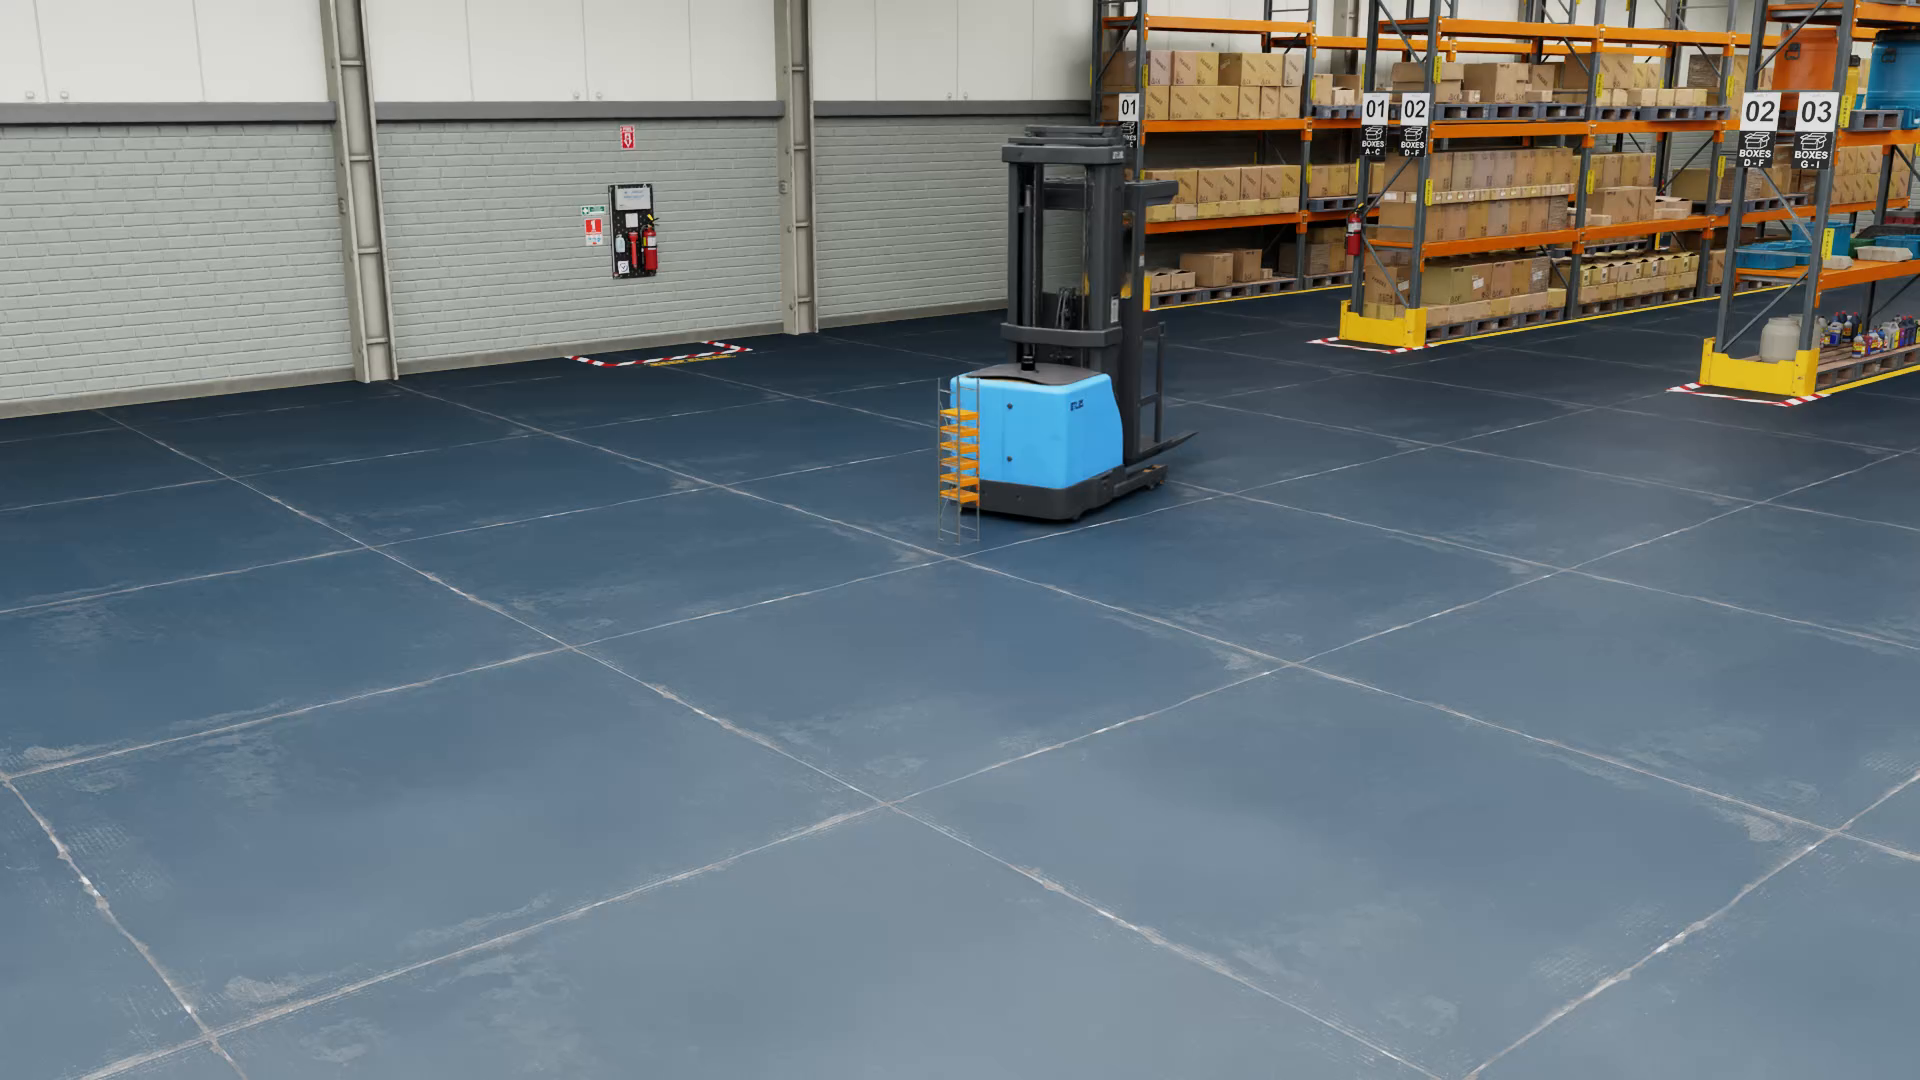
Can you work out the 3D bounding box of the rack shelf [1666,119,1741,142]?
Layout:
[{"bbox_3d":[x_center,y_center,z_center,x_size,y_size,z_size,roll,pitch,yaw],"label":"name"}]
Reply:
[{"bbox_3d":[13.161,-6.881,27.780,4.000,0.370,1.077,-13,19,-39],"label":"rack shelf"}]

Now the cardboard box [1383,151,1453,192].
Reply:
[{"bbox_3d":[6.018,-4.846,21.872,0.500,0.500,0.700,-13,19,-39],"label":"cardboard box"}]

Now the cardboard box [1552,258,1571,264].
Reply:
[{"bbox_3d":[9.140,-4.122,25.297,0.500,0.311,0.500,-12,19,-38],"label":"cardboard box"}]

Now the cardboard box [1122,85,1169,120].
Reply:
[{"bbox_3d":[2.779,-6.564,24.967,0.500,0.500,0.500,-12,19,-38],"label":"cardboard box"}]

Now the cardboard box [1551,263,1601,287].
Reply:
[{"bbox_3d":[9.110,-3.930,24.577,0.500,0.311,0.500,-13,19,-39],"label":"cardboard box"}]

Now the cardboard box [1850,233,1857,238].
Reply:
[{"bbox_3d":[16.084,-5.444,30.803,0.637,0.503,0.797,-13,19,-39],"label":"cardboard box"}]

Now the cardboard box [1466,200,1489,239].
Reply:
[{"bbox_3d":[6.749,-4.383,22.653,0.500,0.500,0.700,-12,19,-39],"label":"cardboard box"}]

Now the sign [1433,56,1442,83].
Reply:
[{"bbox_3d":[5.977,-5.886,20.813,0.005,0.325,0.100,-13,19,-39],"label":"sign"}]

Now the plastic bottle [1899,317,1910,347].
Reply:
[{"bbox_3d":[11.442,-2.533,20.201,0.185,0.351,0.144,-14,20,-42],"label":"plastic bottle"}]

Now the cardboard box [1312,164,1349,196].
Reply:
[{"bbox_3d":[6.213,-6.160,28.454,0.500,0.500,0.700,-10,18,-34],"label":"cardboard box"}]

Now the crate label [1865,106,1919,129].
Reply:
[{"bbox_3d":[10.495,-4.750,18.698,0.408,0.251,0.502,-13,19,-39],"label":"crate label"}]

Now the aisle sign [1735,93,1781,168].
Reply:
[{"bbox_3d":[8.617,-4.422,17.955,0.004,0.787,0.394,-13,19,-39],"label":"aisle sign"}]

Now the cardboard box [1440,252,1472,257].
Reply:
[{"bbox_3d":[9.038,-5.668,31.007,0.750,0.750,0.750,-13,20,-40],"label":"cardboard box"}]

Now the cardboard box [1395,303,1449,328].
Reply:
[{"bbox_3d":[6.168,-3.007,22.210,0.500,0.250,0.500,-13,19,-39],"label":"cardboard box"}]

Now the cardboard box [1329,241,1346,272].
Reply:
[{"bbox_3d":[6.281,-4.957,28.986,0.500,0.500,0.700,-13,20,-40],"label":"cardboard box"}]

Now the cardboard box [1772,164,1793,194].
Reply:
[{"bbox_3d":[14.166,-6.333,29.138,0.700,0.500,0.500,8,17,28],"label":"cardboard box"}]

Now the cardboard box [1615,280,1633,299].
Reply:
[{"bbox_3d":[9.877,-3.832,25.298,0.500,0.250,0.500,-13,20,-41],"label":"cardboard box"}]

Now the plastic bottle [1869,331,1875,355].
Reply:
[{"bbox_3d":[10.697,-2.319,19.555,0.097,0.271,0.097,0,15,0],"label":"plastic bottle"}]

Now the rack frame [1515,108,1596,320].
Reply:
[{"bbox_3d":[8.635,-4.763,24.269,0.127,3.000,1.000,-13,19,-39],"label":"rack frame"}]

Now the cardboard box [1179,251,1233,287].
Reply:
[{"bbox_3d":[3.960,-4.365,26.769,0.500,0.500,0.700,-14,21,-43],"label":"cardboard box"}]

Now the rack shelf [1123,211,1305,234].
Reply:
[{"bbox_3d":[3.871,-5.040,26.701,4.000,0.370,1.077,-13,19,-39],"label":"rack shelf"}]

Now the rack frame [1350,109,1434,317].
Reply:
[{"bbox_3d":[5.617,-4.085,21.732,0.127,3.000,1.000,-13,19,-39],"label":"rack frame"}]

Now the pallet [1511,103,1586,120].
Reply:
[{"bbox_3d":[8.008,-6.020,23.333,1.213,0.211,1.003,-13,19,-39],"label":"pallet"}]

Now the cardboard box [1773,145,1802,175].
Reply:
[{"bbox_3d":[14.881,-6.786,29.710,0.500,0.500,0.500,-13,19,-39],"label":"cardboard box"}]

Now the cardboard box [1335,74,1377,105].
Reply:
[{"bbox_3d":[6.775,-7.713,28.493,0.500,0.500,0.500,-14,20,-41],"label":"cardboard box"}]

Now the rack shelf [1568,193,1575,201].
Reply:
[{"bbox_3d":[12.924,-7.073,34.311,4.000,0.370,1.077,-13,19,-39],"label":"rack shelf"}]

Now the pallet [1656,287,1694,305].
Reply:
[{"bbox_3d":[11.006,-3.961,26.672,1.213,0.211,1.003,-13,19,-39],"label":"pallet"}]

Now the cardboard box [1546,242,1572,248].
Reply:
[{"bbox_3d":[12.047,-6.184,33.618,0.500,0.500,0.700,-12,19,-39],"label":"cardboard box"}]

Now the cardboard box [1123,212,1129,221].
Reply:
[{"bbox_3d":[2.588,-5.103,25.794,0.500,0.250,0.500,-12,19,-39],"label":"cardboard box"}]

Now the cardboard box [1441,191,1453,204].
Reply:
[{"bbox_3d":[6.252,-4.517,21.896,0.250,0.149,0.380,-13,20,-41],"label":"cardboard box"}]

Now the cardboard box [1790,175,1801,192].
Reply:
[{"bbox_3d":[14.878,-6.301,29.833,0.500,0.500,0.500,-12,19,-38],"label":"cardboard box"}]

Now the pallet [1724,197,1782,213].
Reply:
[{"bbox_3d":[13.116,-5.678,28.067,1.213,0.211,1.003,-13,19,-39],"label":"pallet"}]

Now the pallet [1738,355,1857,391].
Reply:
[{"bbox_3d":[9.509,-1.932,19.073,1.213,0.211,1.003,-13,19,-39],"label":"pallet"}]

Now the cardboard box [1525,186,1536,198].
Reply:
[{"bbox_3d":[7.801,-4.865,23.199,0.250,0.149,0.380,-13,20,-40],"label":"cardboard box"}]

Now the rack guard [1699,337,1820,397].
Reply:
[{"bbox_3d":[8.892,-1.935,18.524,0.348,0.500,1.175,-13,19,-39],"label":"rack guard"}]

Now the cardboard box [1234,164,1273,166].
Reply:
[{"bbox_3d":[4.888,-5.987,27.651,0.500,0.500,0.500,-13,20,-41],"label":"cardboard box"}]

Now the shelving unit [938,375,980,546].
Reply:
[{"bbox_3d":[-0.011,-0.577,12.086,0.189,1.200,0.258,-13,19,-39],"label":"shelving unit"}]

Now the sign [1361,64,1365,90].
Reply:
[{"bbox_3d":[5.271,-6.032,21.645,0.005,0.325,0.100,-13,19,-39],"label":"sign"}]

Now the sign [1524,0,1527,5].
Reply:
[{"bbox_3d":[11.069,-10.620,32.455,0.005,0.325,0.100,-13,19,-39],"label":"sign"}]

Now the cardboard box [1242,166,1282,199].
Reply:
[{"bbox_3d":[4.854,-5.800,26.951,0.500,0.500,0.500,-13,20,-40],"label":"cardboard box"}]

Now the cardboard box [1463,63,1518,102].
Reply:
[{"bbox_3d":[7.049,-6.081,22.114,0.500,0.500,0.500,-13,19,-39],"label":"cardboard box"}]

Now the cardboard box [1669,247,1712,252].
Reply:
[{"bbox_3d":[12.204,-4.650,27.835,0.500,0.500,0.500,-12,19,-37],"label":"cardboard box"}]

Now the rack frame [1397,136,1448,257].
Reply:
[{"bbox_3d":[8.398,-6.404,30.413,0.127,3.000,1.000,-13,19,-39],"label":"rack frame"}]

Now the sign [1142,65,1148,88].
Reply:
[{"bbox_3d":[2.719,-6.815,24.445,0.005,0.325,0.100,-13,19,-39],"label":"sign"}]

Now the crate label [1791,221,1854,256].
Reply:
[{"bbox_3d":[10.077,-3.502,19.479,0.616,0.435,0.502,-13,19,-39],"label":"crate label"}]

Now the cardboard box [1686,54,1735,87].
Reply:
[{"bbox_3d":[11.985,-7.494,26.548,0.500,0.500,0.500,-13,19,-39],"label":"cardboard box"}]

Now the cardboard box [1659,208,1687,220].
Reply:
[{"bbox_3d":[11.155,-5.113,26.066,0.250,0.149,0.380,-13,19,-39],"label":"cardboard box"}]

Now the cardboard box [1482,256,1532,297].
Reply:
[{"bbox_3d":[7.669,-3.711,23.391,0.500,0.500,0.500,-13,19,-39],"label":"cardboard box"}]

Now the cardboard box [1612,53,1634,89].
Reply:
[{"bbox_3d":[9.540,-6.903,24.490,0.500,0.500,0.500,-10,18,-34],"label":"cardboard box"}]

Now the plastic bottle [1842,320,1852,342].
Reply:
[{"bbox_3d":[10.972,-2.588,20.562,0.097,0.271,0.097,0,15,0],"label":"plastic bottle"}]

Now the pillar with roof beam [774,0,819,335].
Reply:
[{"bbox_3d":[0.622,-6.380,18.697,0.400,9.000,9.100,-13,19,-39],"label":"pillar with roof beam"}]

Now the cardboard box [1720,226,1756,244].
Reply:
[{"bbox_3d":[13.390,-5.281,28.748,0.500,0.250,0.500,-13,19,-39],"label":"cardboard box"}]

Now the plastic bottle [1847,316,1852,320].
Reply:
[{"bbox_3d":[11.129,-2.666,20.843,0.135,0.276,0.152,-12,19,-37],"label":"plastic bottle"}]

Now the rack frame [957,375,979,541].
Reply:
[{"bbox_3d":[0.058,-0.593,12.144,0.006,1.200,0.240,-13,19,-39],"label":"rack frame"}]

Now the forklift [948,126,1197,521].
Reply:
[{"bbox_3d":[1.093,-1.893,13.658,1.130,2.935,3.031,9,17,29],"label":"forklift"}]
